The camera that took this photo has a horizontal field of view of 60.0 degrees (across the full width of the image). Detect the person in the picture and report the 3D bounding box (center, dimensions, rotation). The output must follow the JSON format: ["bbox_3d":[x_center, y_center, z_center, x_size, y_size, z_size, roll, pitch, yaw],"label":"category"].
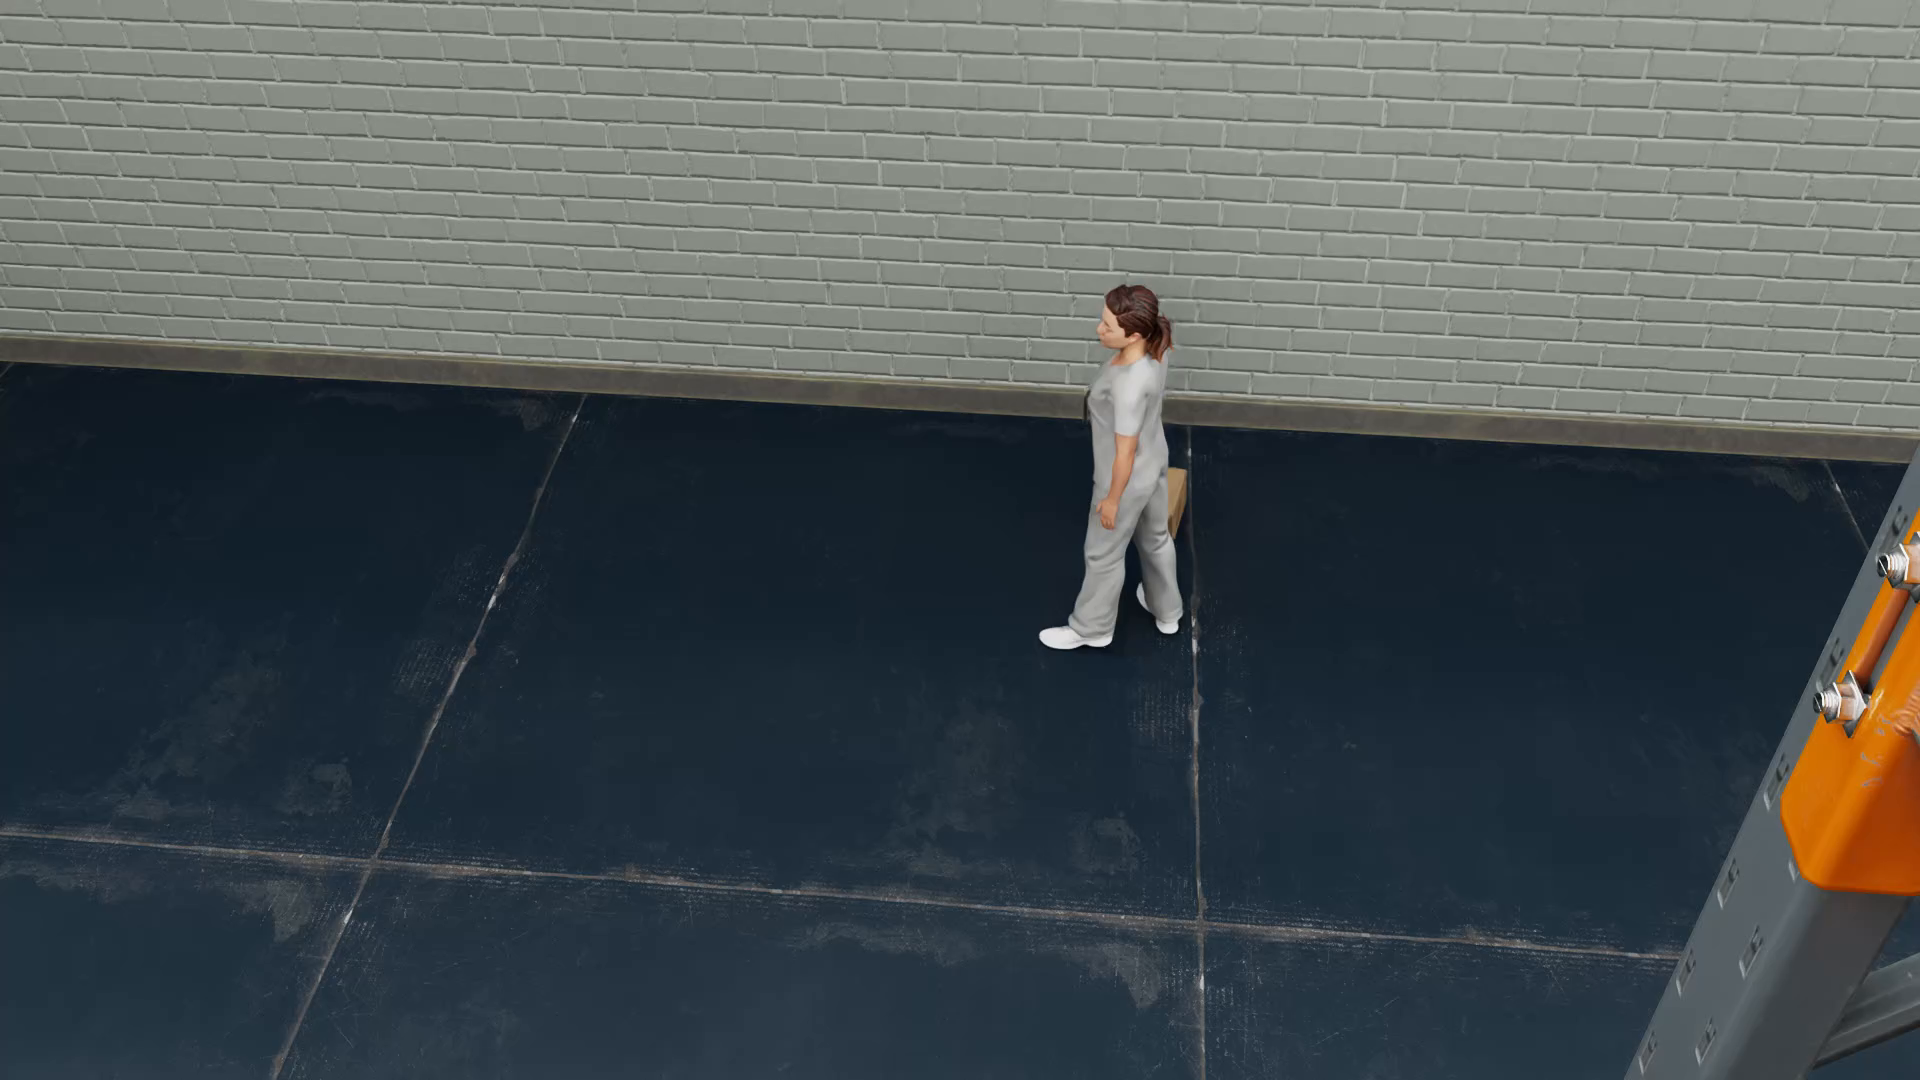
[{"bbox_3d":[0.651,-0.272,6.475,0.540,1.675,0.508,14,42,16],"label":"person"}]
